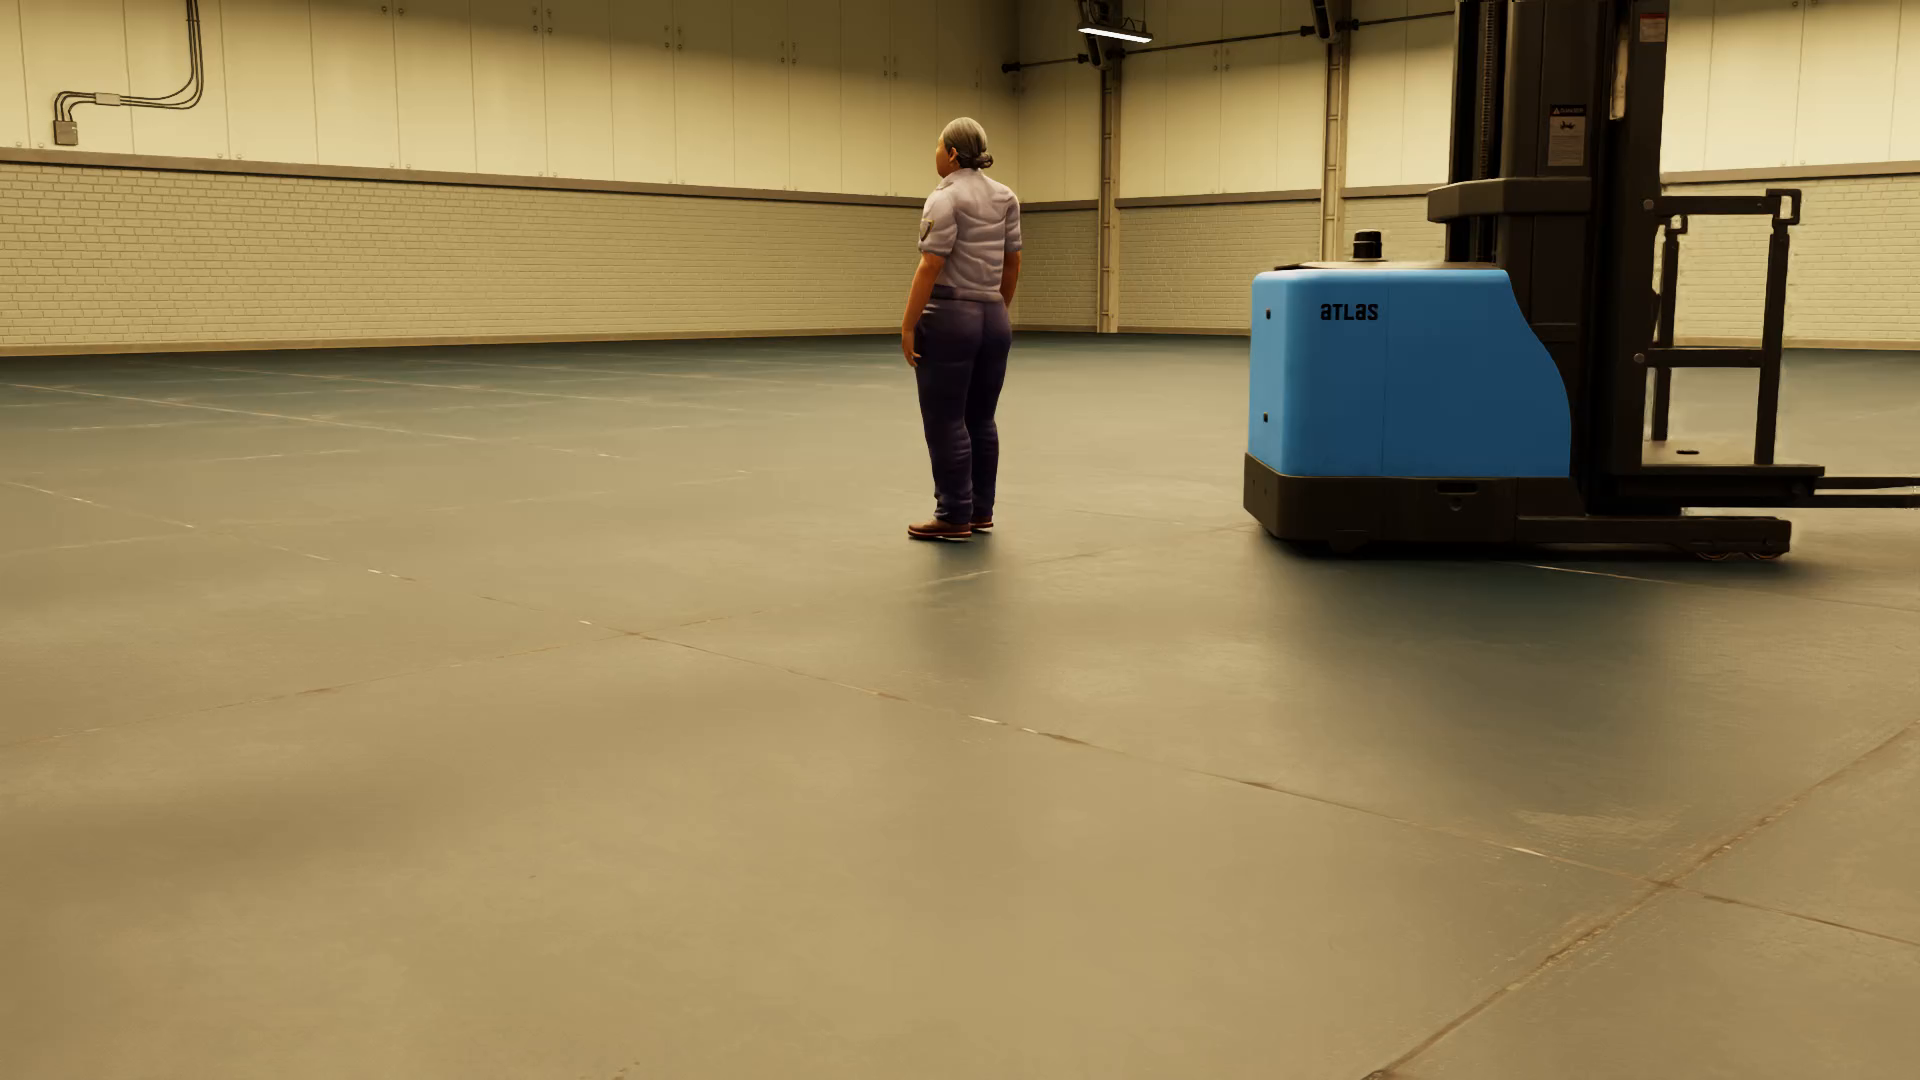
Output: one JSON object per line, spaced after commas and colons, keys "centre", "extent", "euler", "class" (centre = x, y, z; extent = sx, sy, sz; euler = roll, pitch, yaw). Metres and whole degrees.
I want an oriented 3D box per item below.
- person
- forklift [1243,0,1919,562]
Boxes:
{"centre": [-0.049, -0.834, 6.671], "extent": [0.503, 1.650, 0.599], "euler": [8, 12, 43], "class": "person"}
{"centre": [2.724, -1.448, 6.492], "extent": [3.031, 2.935, 1.130], "euler": [0, 9, 1], "class": "forklift"}
